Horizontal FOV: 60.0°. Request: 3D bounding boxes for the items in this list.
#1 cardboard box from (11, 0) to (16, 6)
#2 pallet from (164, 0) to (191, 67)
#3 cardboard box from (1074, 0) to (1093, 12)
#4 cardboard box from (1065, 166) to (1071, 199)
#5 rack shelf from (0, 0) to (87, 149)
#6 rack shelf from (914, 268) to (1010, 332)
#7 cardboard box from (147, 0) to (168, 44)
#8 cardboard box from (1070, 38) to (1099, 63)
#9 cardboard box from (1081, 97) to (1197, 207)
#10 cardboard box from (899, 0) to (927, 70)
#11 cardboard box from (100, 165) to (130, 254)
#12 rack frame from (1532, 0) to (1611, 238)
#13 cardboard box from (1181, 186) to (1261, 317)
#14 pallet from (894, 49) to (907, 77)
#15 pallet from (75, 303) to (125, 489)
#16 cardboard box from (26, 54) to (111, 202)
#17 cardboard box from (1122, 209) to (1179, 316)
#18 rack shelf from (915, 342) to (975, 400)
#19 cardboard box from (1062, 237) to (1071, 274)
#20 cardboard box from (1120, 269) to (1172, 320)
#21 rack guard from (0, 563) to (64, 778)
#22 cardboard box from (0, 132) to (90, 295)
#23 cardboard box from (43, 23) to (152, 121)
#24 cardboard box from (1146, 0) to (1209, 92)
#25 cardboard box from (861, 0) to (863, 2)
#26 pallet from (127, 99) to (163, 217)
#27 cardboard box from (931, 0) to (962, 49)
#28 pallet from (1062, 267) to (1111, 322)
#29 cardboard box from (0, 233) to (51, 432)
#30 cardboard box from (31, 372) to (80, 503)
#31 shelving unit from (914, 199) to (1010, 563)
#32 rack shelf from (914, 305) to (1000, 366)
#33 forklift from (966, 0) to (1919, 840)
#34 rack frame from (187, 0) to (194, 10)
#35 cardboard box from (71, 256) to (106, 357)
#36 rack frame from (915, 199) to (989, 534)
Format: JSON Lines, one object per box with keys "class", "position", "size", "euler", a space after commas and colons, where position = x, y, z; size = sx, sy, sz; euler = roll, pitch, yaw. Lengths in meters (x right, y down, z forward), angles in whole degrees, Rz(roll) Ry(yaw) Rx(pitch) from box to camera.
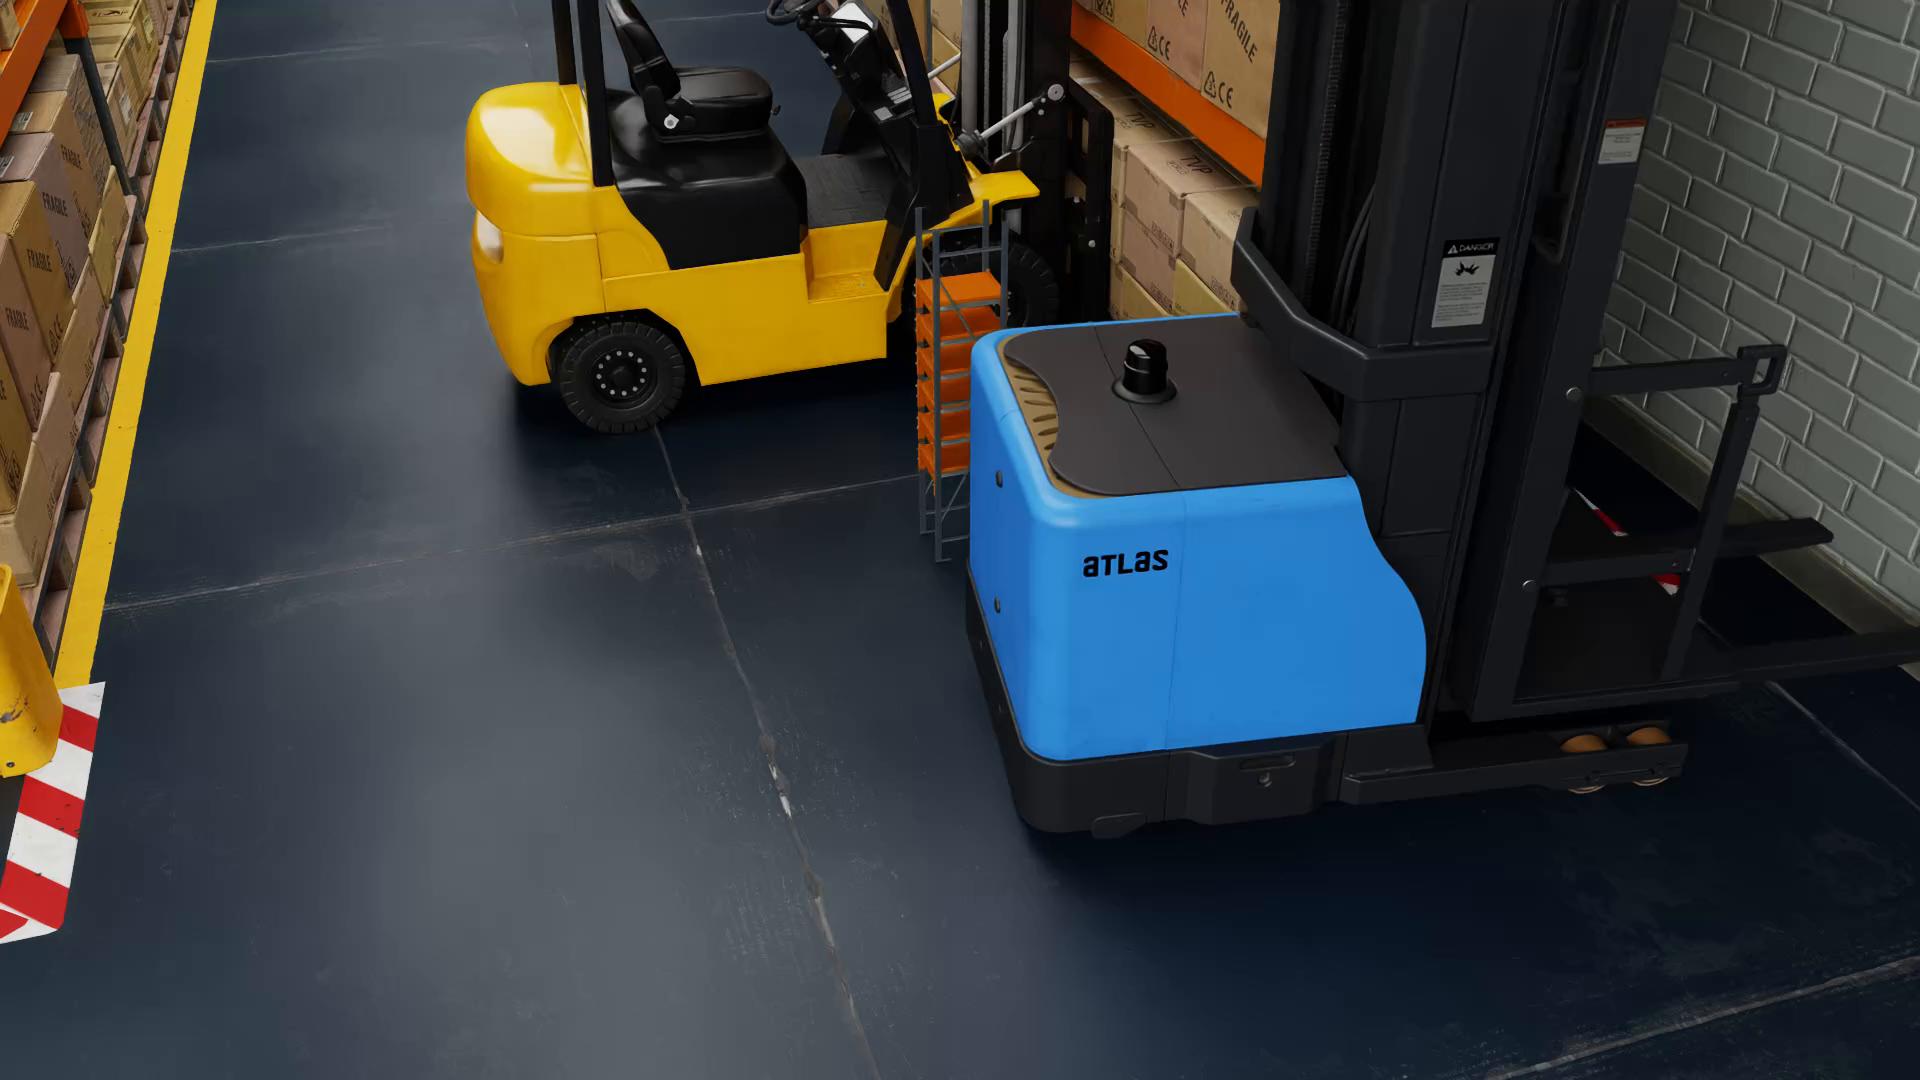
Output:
{"class": "cardboard box", "position": [-3.931, -2.147, 6.507], "size": [0.380, 0.149, 0.250], "euler": [-10, 35, -14]}
{"class": "pallet", "position": [-5.390, -3.176, 10.364], "size": [1.003, 0.211, 1.213], "euler": [-10, 35, -15]}
{"class": "cardboard box", "position": [0.669, -2.447, 6.642], "size": [0.500, 0.500, 0.500], "euler": [-10, 35, -14]}
{"class": "cardboard box", "position": [0.624, -1.622, 7.143], "size": [0.500, 0.250, 0.500], "euler": [-10, 35, -15]}
{"class": "rack shelf", "position": [-3.797, -1.299, 5.648], "size": [1.077, 0.370, 4.000], "euler": [-10, 35, -15]}
{"class": "rack shelf", "position": [0.004, -0.756, 5.234], "size": [0.258, 0.103, 0.180], "euler": [-10, 35, -15]}
{"class": "cardboard box", "position": [-5.231, -3.144, 9.790], "size": [0.950, 0.372, 0.625], "euler": [-11, 35, -16]}
{"class": "cardboard box", "position": [0.477, -2.095, 7.406], "size": [0.500, 0.250, 0.500], "euler": [-9, 34, -13]}
{"class": "cardboard box", "position": [0.777, -1.551, 6.582], "size": [0.500, 0.250, 0.500], "euler": [-10, 35, -14]}
{"class": "cardboard box", "position": [0.149, -2.943, 9.256], "size": [0.875, 0.625, 0.625], "euler": [-8, 34, -13]}
{"class": "cardboard box", "position": [-3.970, -1.412, 7.280], "size": [0.500, 0.250, 0.500], "euler": [-8, 34, -13]}
{"class": "rack frame", "position": [1.539, -1.386, 5.127], "size": [1.000, 3.000, 0.127], "euler": [-10, 35, -15]}
{"class": "cardboard box", "position": [1.102, -1.021, 5.780], "size": [0.500, 0.250, 0.500], "euler": [-9, 34, -13]}
{"class": "pallet", "position": [0.057, -2.703, 9.649], "size": [1.003, 0.211, 1.213], "euler": [-10, 35, -15]}
{"class": "pallet", "position": [-3.792, -0.498, 6.312], "size": [1.003, 0.211, 1.213], "euler": [-10, 35, -15]}
{"class": "cardboard box", "position": [-3.971, -1.725, 7.072], "size": [0.500, 0.500, 0.500], "euler": [-10, 35, -15]}
{"class": "cardboard box", "position": [0.950, -1.091, 6.340], "size": [0.500, 0.250, 0.500], "euler": [-10, 35, -15]}
{"class": "rack shelf", "position": [0.004, -0.556, 5.366], "size": [0.258, 0.103, 0.180], "euler": [-10, 35, -15]}
{"class": "cardboard box", "position": [0.629, -1.403, 7.266], "size": [0.500, 0.250, 0.500], "euler": [-9, 34, -13]}
{"class": "cardboard box", "position": [0.952, -0.870, 6.459], "size": [0.500, 0.250, 0.500], "euler": [-10, 35, -15]}
{"class": "rack guard", "position": [-3.210, 0.454, 4.610], "size": [1.175, 0.500, 0.348], "euler": [-10, 35, -15]}
{"class": "cardboard box", "position": [-3.657, -1.190, 6.264], "size": [0.500, 0.500, 0.500], "euler": [-8, 34, -12]}
{"class": "cardboard box", "position": [-4.792, -2.380, 8.634], "size": [0.950, 0.372, 0.625], "euler": [-8, 34, -12]}
{"class": "cardboard box", "position": [0.990, -1.916, 5.838], "size": [0.500, 0.500, 0.500], "euler": [-9, 34, -13]}
{"class": "cardboard box", "position": [-0.311, -3.746, 10.471], "size": [0.875, 0.625, 0.625], "euler": [-11, 35, -17]}
{"class": "pallet", "position": [-4.646, -1.895, 8.426], "size": [1.003, 0.211, 1.213], "euler": [-10, 35, -15]}
{"class": "cardboard box", "position": [0.168, -2.625, 8.207], "size": [0.500, 0.250, 0.500], "euler": [-11, 35, -15]}
{"class": "pallet", "position": [0.898, -1.257, 7.460], "size": [1.003, 0.211, 1.213], "euler": [-10, 35, -15]}
{"class": "cardboard box", "position": [-3.341, -0.646, 5.440], "size": [0.500, 0.500, 0.500], "euler": [-11, 35, -17]}
{"class": "cardboard box", "position": [-3.318, -0.317, 5.622], "size": [0.500, 0.250, 0.500], "euler": [-9, 34, -13]}
{"class": "shelving unit", "position": [0.004, -0.493, 5.408], "size": [0.258, 1.200, 0.189], "euler": [-10, 35, -15]}
{"class": "rack shelf", "position": [0.004, -0.656, 5.300], "size": [0.258, 0.103, 0.180], "euler": [-10, 35, -15]}
{"class": "forklift", "position": [1.582, -0.794, 4.293], "size": [3.031, 2.935, 1.130], "euler": [-5, 34, -8]}
{"class": "rack frame", "position": [-5.627, -4.750, 10.217], "size": [1.000, 3.000, 0.127], "euler": [-10, 35, -15]}
{"class": "cardboard box", "position": [-3.648, -0.867, 6.454], "size": [0.500, 0.250, 0.500], "euler": [-9, 35, -14]}
{"class": "rack frame", "position": [-0.023, -0.541, 5.480], "size": [0.240, 1.200, 0.006], "euler": [-10, 35, -15]}
